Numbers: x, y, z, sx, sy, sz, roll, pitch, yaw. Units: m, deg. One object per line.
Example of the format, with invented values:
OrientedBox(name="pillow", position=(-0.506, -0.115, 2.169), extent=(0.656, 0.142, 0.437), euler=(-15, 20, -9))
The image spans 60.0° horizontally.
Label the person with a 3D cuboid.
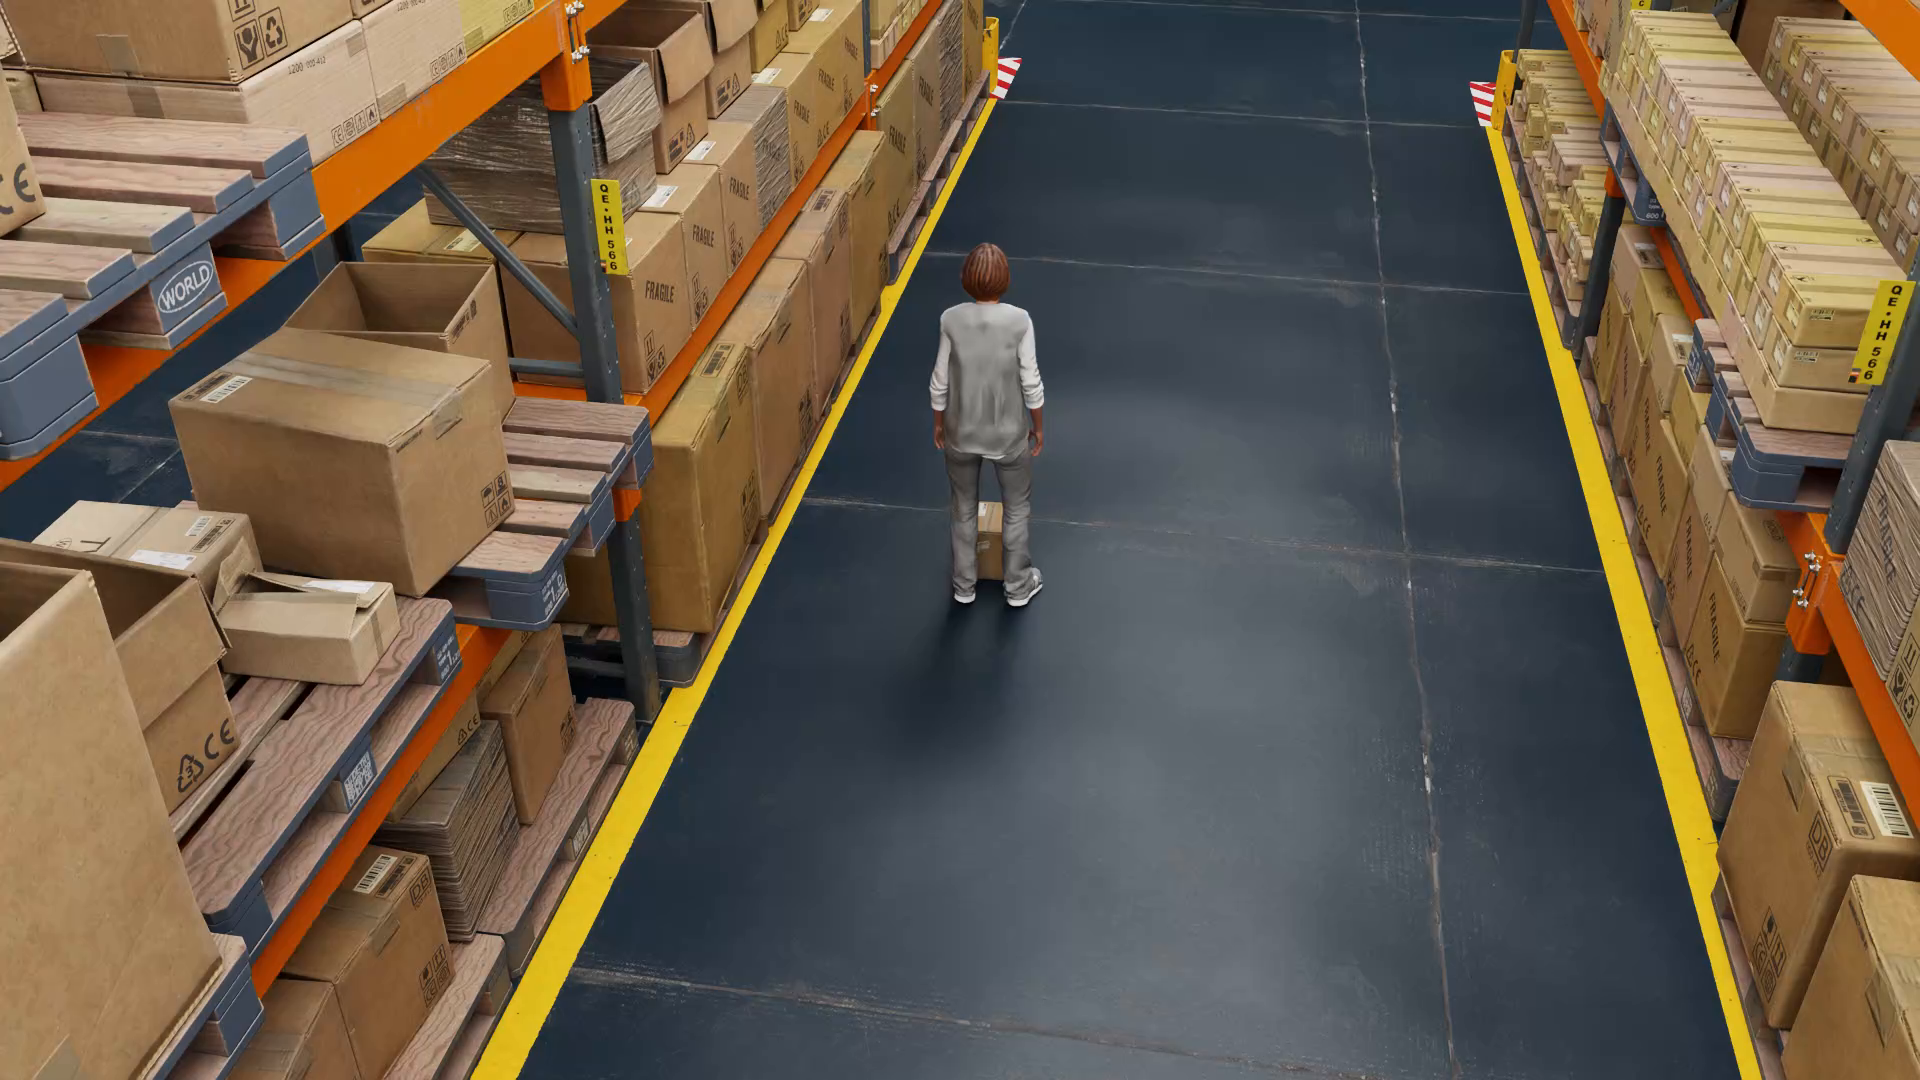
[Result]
OrientedBox(name="person", position=(0.115, -0.436, 6.824), extent=(0.472, 1.593, 0.350), euler=(5, 33, 7))
